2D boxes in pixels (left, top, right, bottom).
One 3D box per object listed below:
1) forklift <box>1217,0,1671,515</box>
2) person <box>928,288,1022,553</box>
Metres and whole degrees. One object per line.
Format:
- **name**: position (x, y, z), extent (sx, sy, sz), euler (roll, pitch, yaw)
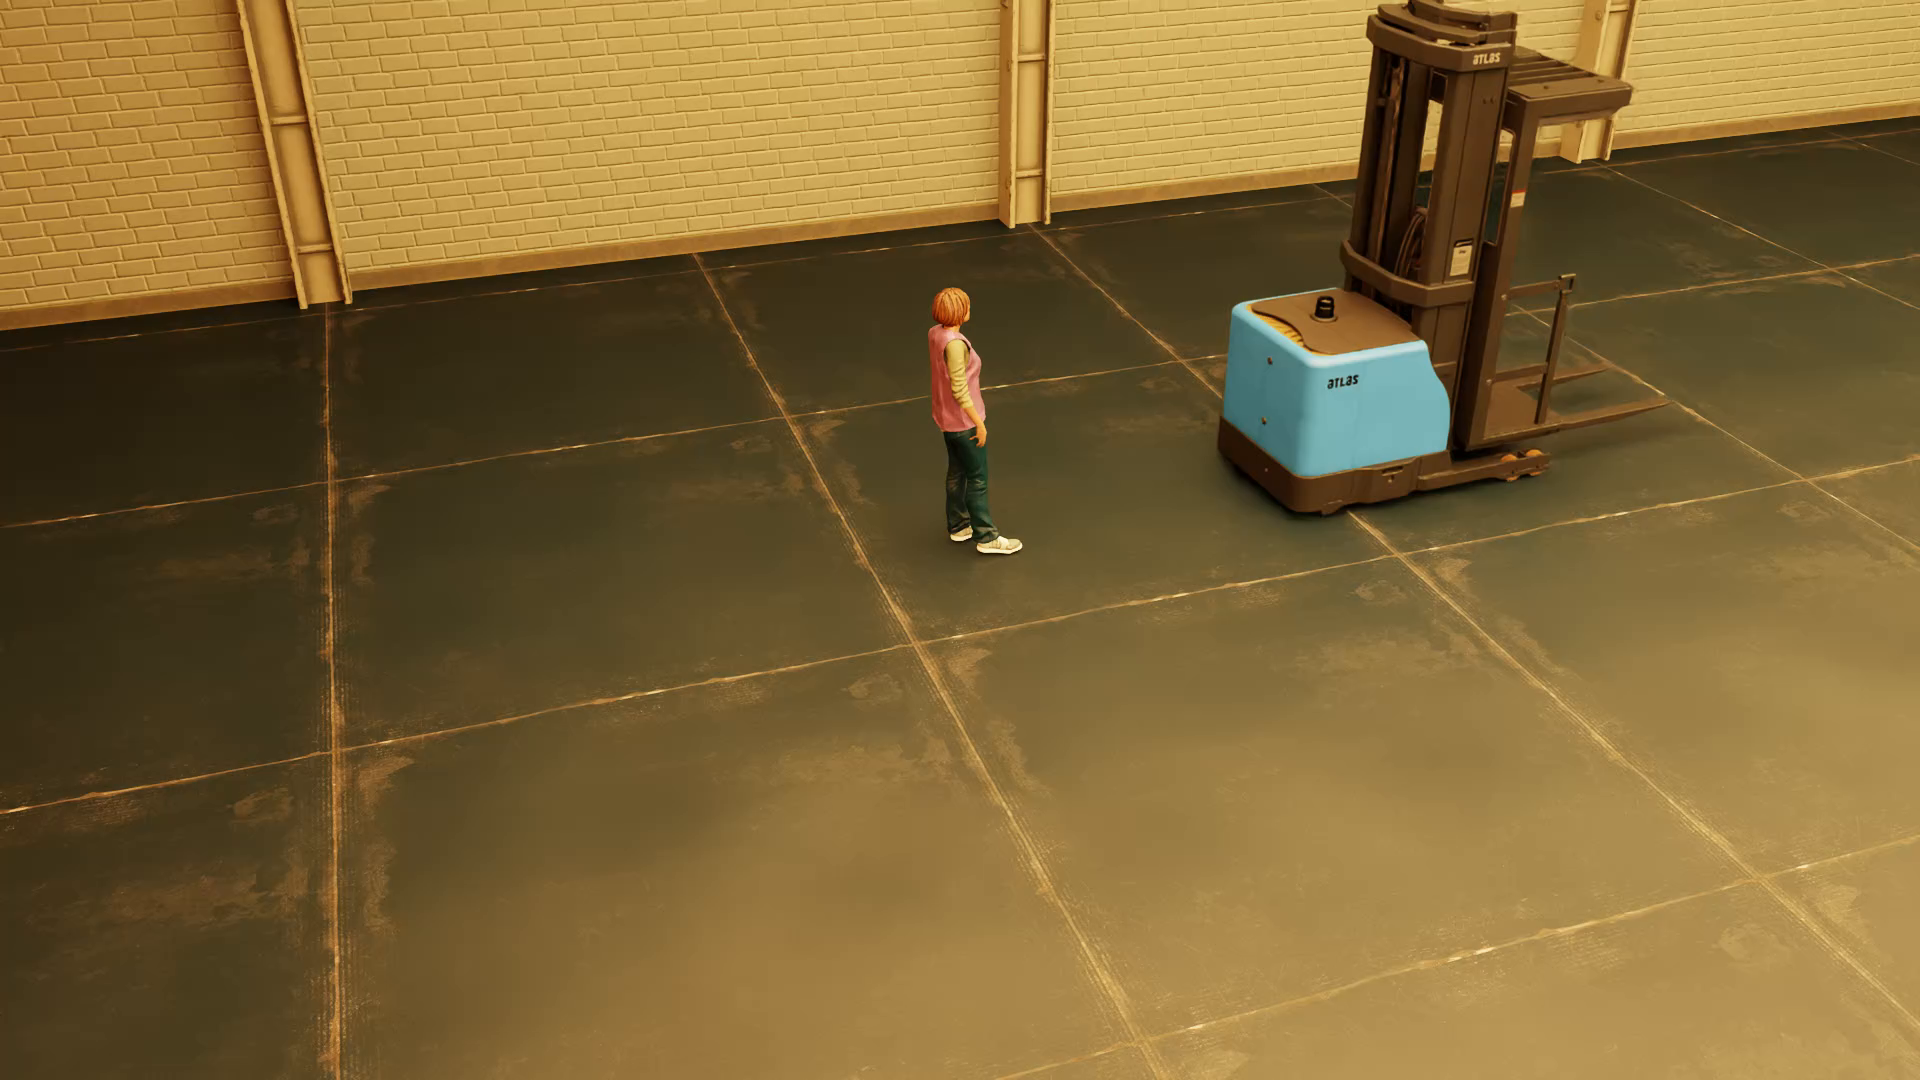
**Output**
- **forklift**: position (3.263, -1.882, 10.357), extent (3.031, 2.935, 1.130), euler (-11, 32, -19)
- **person**: position (0.075, -0.704, 9.634), extent (0.473, 1.599, 0.521), euler (-10, 31, -16)
